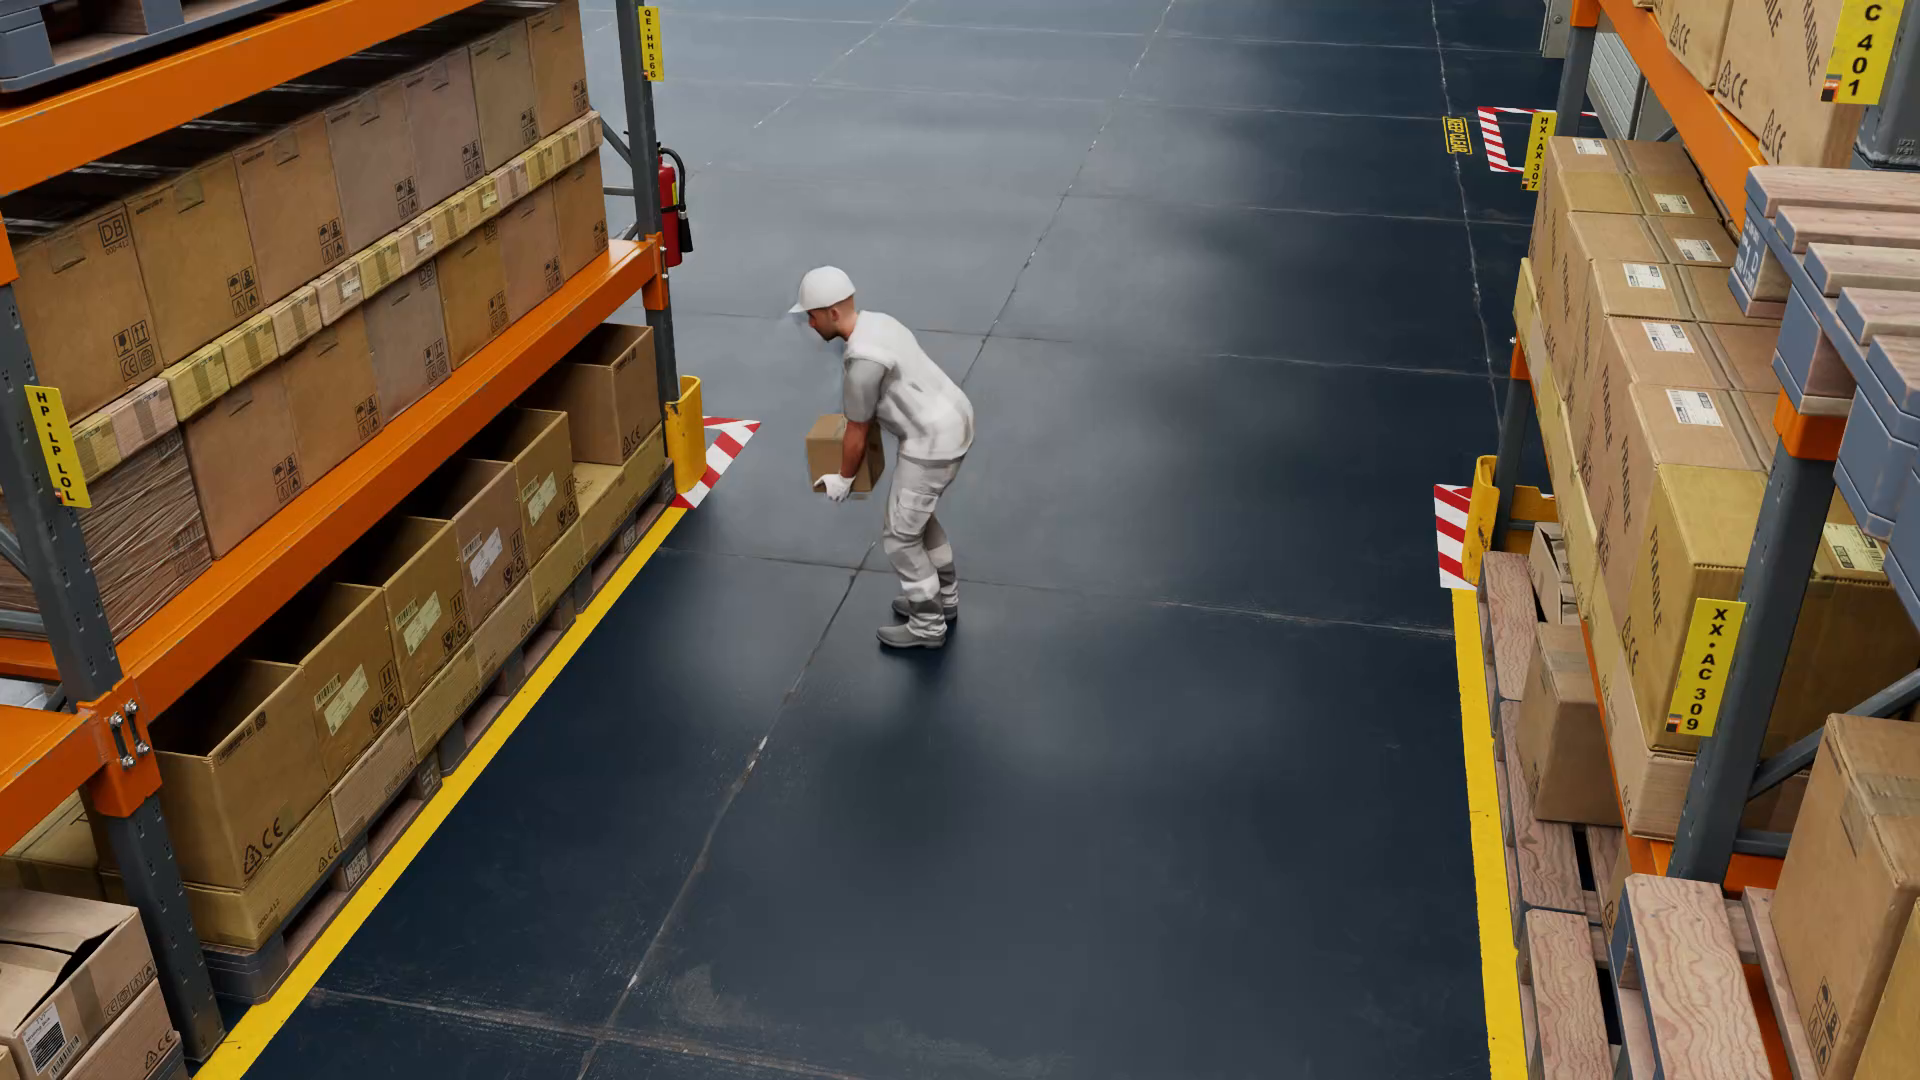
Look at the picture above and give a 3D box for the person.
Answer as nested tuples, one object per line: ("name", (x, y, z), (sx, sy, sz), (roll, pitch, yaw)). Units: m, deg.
("person", (-0.311, -0.341, 6.891), (0.739, 1.628, 0.492), (5, 29, 10))
